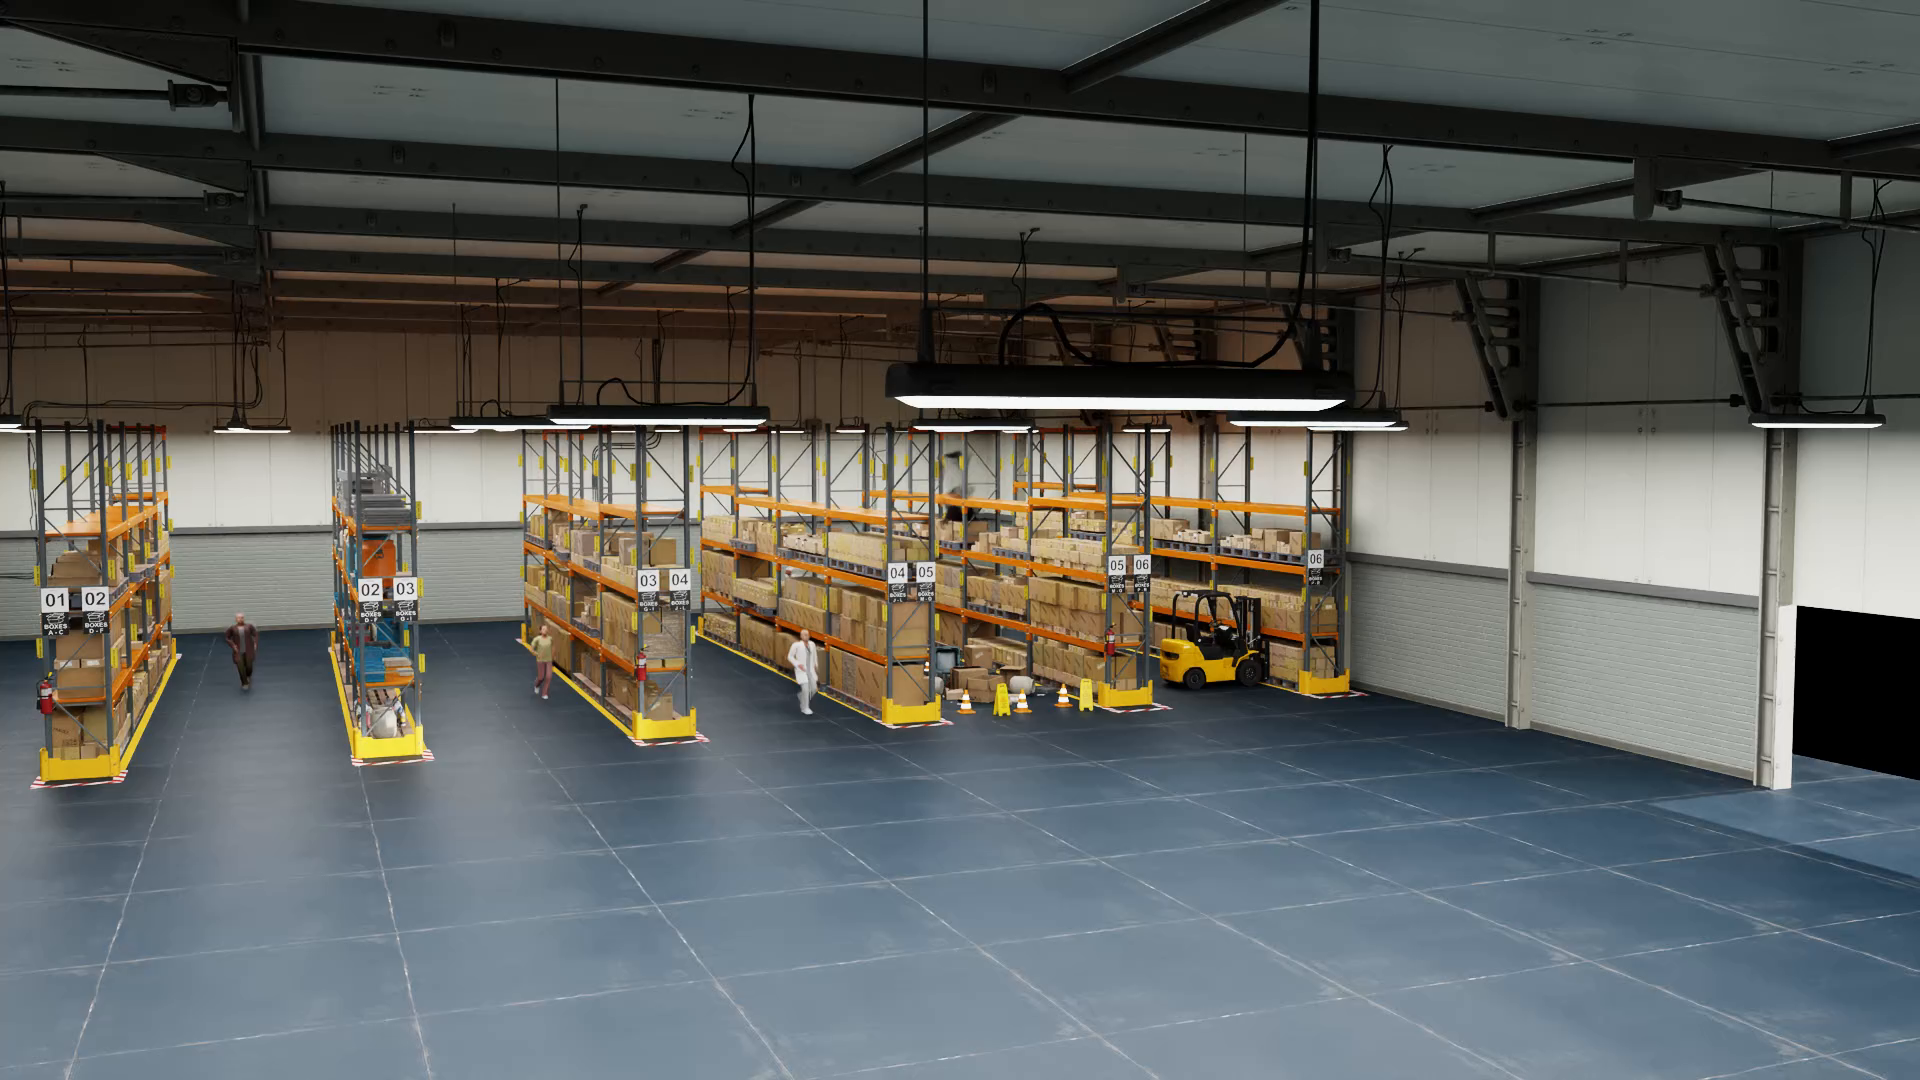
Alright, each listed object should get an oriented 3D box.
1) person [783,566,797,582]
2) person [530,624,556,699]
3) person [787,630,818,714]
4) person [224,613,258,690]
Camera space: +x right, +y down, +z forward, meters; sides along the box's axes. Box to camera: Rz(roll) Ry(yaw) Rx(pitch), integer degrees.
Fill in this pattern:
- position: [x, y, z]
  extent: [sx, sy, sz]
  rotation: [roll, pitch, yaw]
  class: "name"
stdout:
- position: [-5.158, 1.693, 50.673]
  extent: [0.902, 1.799, 0.688]
  rotation: [-3, 5, -40]
  class: "person"
- position: [-9.068, 2.651, 36.246]
  extent: [0.574, 1.608, 0.564]
  rotation: [-2, 4, -33]
  class: "person"
- position: [-3.226, 2.711, 34.282]
  extent: [0.718, 1.740, 0.638]
  rotation: [-2, 4, -34]
  class: "person"
- position: [-16.218, 2.514, 37.558]
  extent: [0.718, 1.727, 0.640]
  rotation: [-2, 4, -28]
  class: "person"
